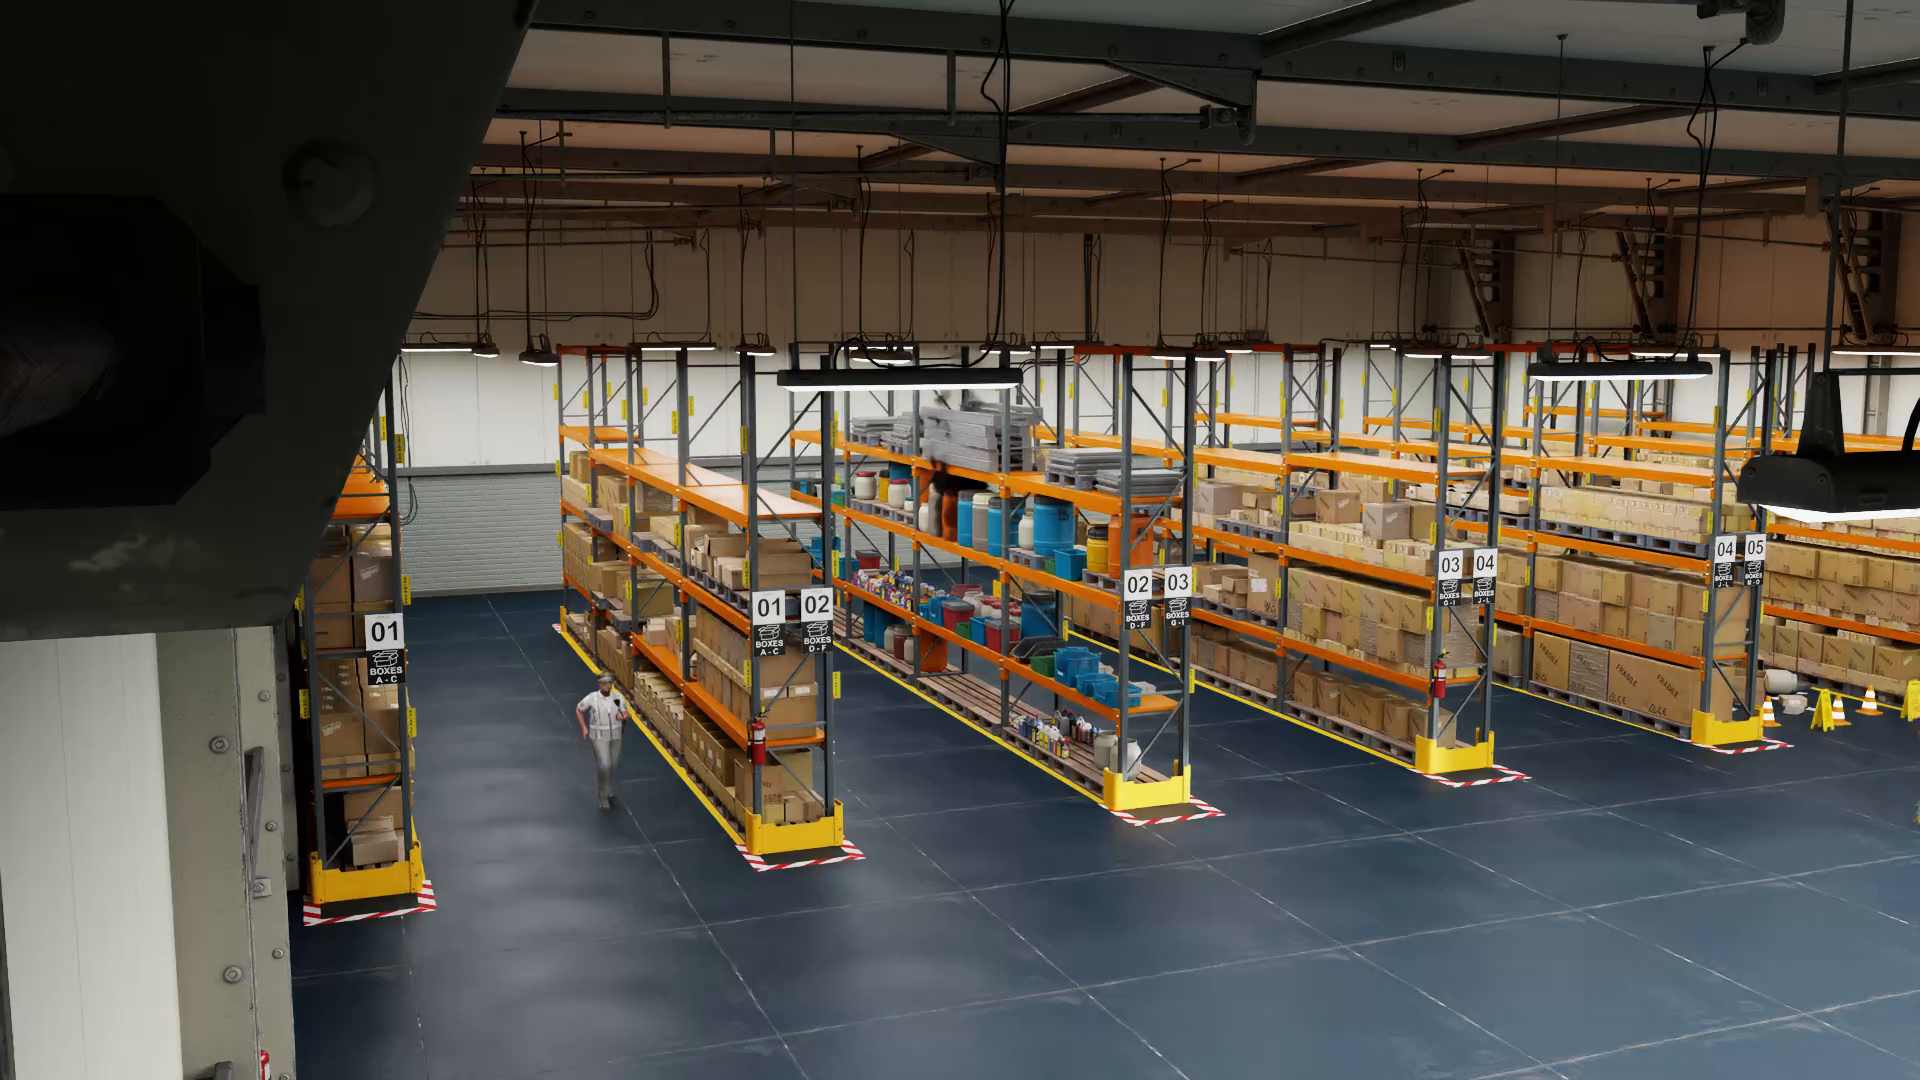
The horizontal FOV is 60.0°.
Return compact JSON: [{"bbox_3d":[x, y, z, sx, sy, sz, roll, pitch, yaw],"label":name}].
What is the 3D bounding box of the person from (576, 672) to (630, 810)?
[{"bbox_3d":[-4.708,2.662,22.139,0.631,1.845,0.768,-5,9,-35],"label":"person"}]
